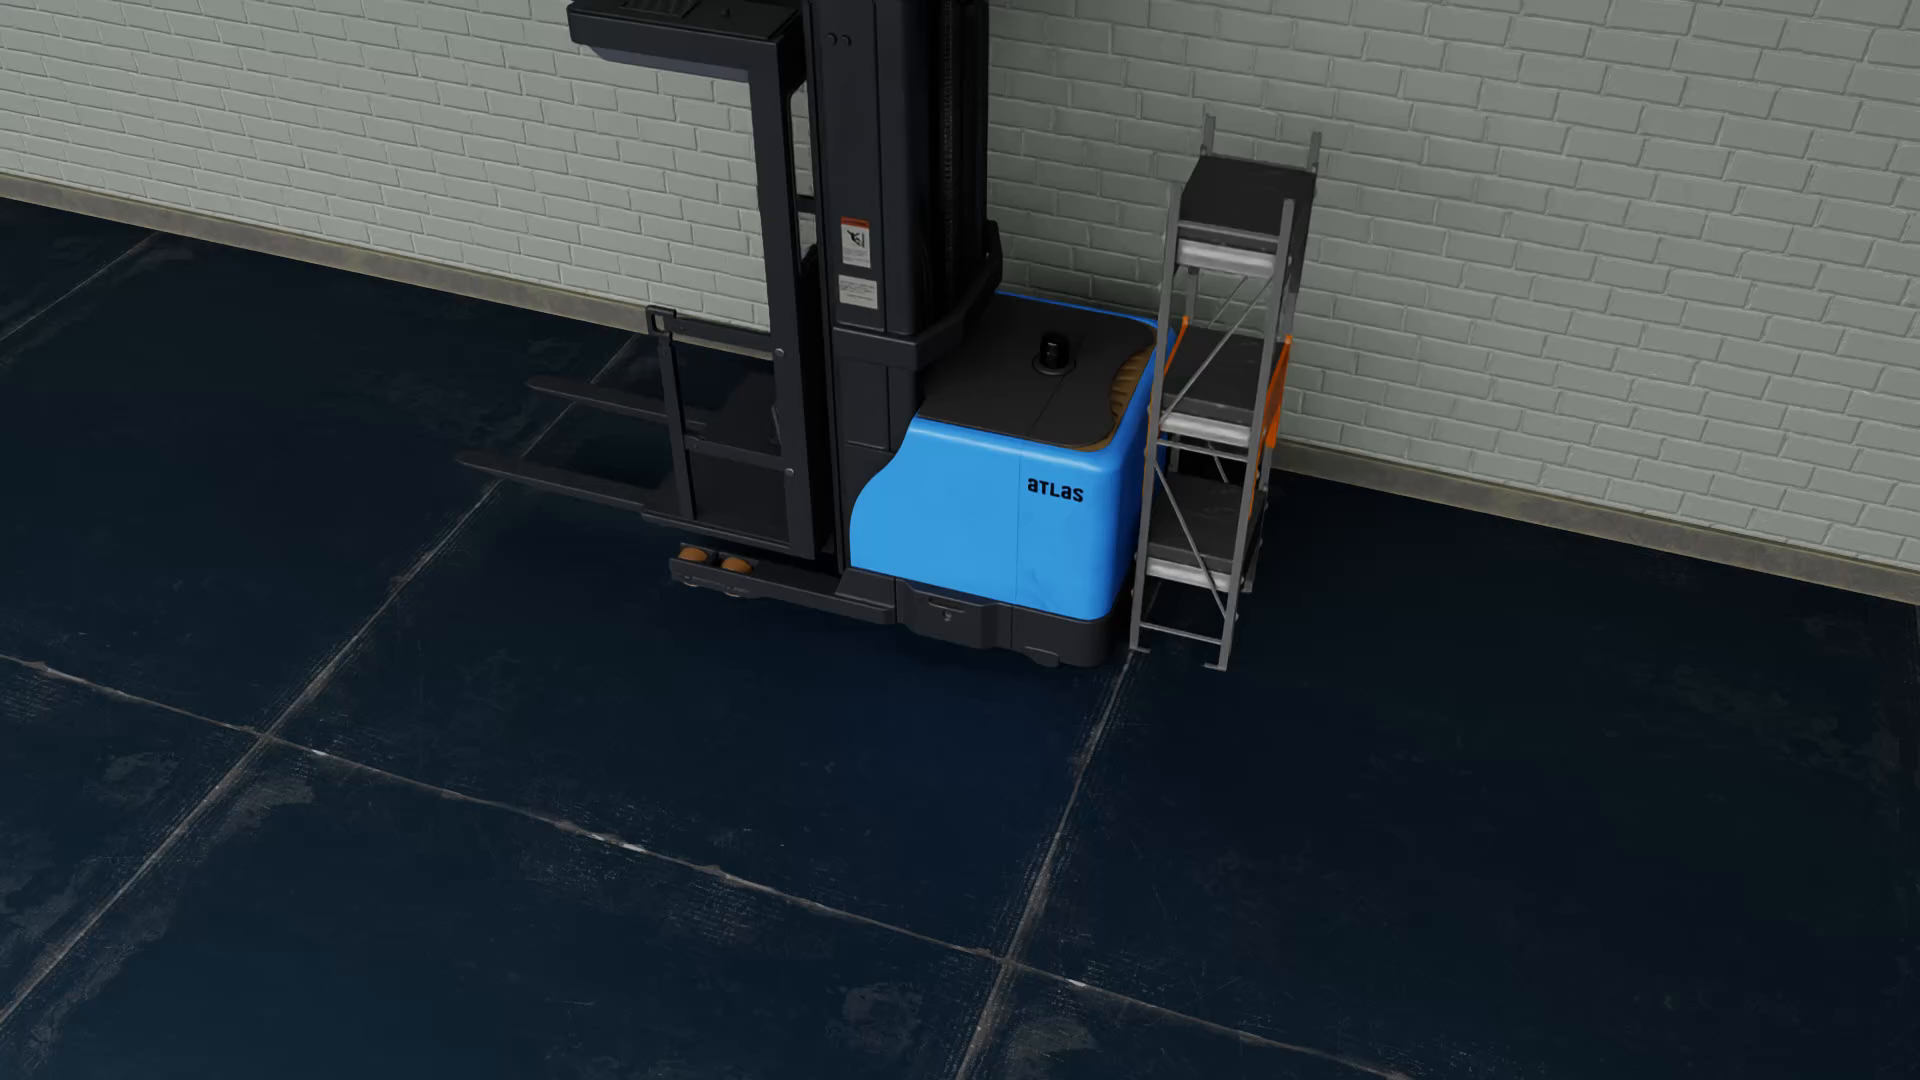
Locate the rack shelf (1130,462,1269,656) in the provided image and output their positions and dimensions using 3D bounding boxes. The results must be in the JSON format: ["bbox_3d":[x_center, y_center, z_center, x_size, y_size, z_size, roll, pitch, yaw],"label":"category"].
[{"bbox_3d":[0.955,0.074,6.645,0.431,0.518,0.480,13,42,15],"label":"rack shelf"}]

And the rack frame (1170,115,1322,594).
[{"bbox_3d":[1.035,-0.619,6.357,0.400,2.100,0.015,13,42,15],"label":"rack frame"}]

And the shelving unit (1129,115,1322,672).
[{"bbox_3d":[0.955,-0.469,6.182,0.431,2.100,0.503,13,42,15],"label":"shelving unit"}]

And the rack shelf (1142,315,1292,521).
[{"bbox_3d":[0.955,-0.459,6.191,0.431,0.518,0.480,13,42,15],"label":"rack shelf"}]

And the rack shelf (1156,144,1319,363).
[{"bbox_3d":[0.955,-0.991,5.737,0.431,0.518,0.480,13,42,15],"label":"rack shelf"}]

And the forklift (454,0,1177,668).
[{"bbox_3d":[-0.695,-1.185,6.381,3.031,2.935,1.130,13,42,15],"label":"forklift"}]

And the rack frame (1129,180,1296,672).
[{"bbox_3d":[0.875,-0.320,6.007,0.400,2.100,0.015,13,42,15],"label":"rack frame"}]
